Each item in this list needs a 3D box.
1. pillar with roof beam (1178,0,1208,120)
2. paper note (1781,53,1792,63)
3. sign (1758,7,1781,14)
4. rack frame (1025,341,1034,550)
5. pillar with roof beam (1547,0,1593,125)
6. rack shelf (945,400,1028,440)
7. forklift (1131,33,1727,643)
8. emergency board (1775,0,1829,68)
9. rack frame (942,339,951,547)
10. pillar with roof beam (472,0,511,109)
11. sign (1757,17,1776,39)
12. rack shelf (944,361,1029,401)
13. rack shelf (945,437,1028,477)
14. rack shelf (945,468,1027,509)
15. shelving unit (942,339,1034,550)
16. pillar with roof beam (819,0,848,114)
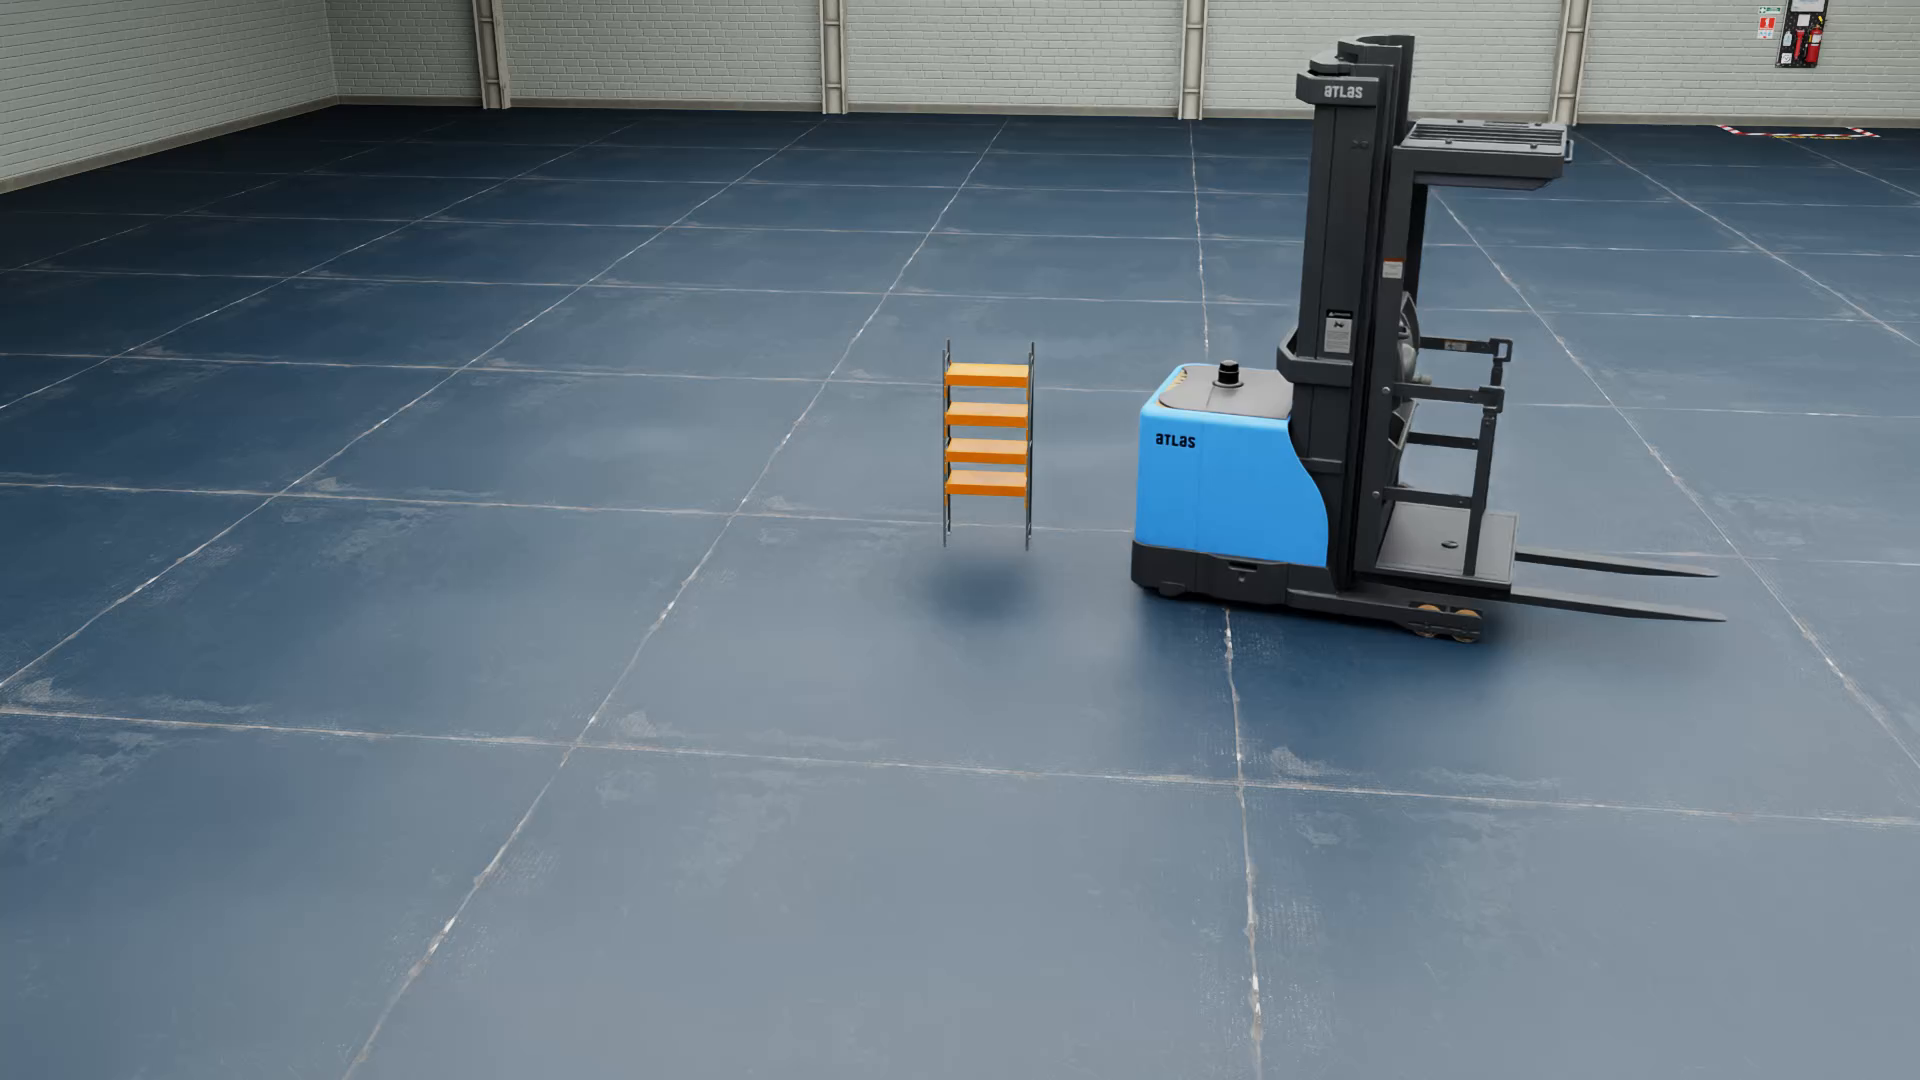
[{"bbox_3d":[3.328,-9.647,22.101,0.400,9.000,9.100,2,22,6],"label":"pillar with roof beam"},{"bbox_3d":[13.134,-7.653,26.417,0.142,0.148,0.016,2,22,6],"label":"paper note"},{"bbox_3d":[12.768,-8.351,26.215,0.331,0.109,0.001,2,22,6],"label":"sign"},{"bbox_3d":[0.407,-0.540,9.674,0.015,1.200,0.240,2,22,6],"label":"rack frame"},{"bbox_3d":[9.286,-9.387,21.444,0.400,9.000,9.100,2,22,6],"label":"pillar with roof beam"},{"bbox_3d":[0.164,-0.696,9.644,0.480,0.148,0.258,2,22,6],"label":"rack shelf"},{"bbox_3d":[2.518,-1.053,8.618,3.031,2.935,1.130,7,23,18],"label":"forklift"},{"bbox_3d":[13.301,-8.030,26.172,0.643,1.169,0.194,2,22,6],"label":"emergency board"},{"bbox_3d":[-0.078,-0.561,9.728,0.015,1.200,0.240,2,22,6],"label":"rack frame"},{"bbox_3d":[-8.589,-10.166,23.414,0.400,9.000,9.100,2,22,6],"label":"pillar with roof beam"},{"bbox_3d":[12.764,-8.108,26.321,0.234,0.329,0.001,2,22,6],"label":"sign"},{"bbox_3d":[0.164,-0.916,9.557,0.480,0.148,0.258,2,22,6],"label":"rack shelf"},{"bbox_3d":[0.164,-0.488,9.726,0.480,0.148,0.258,2,22,6],"label":"rack shelf"},{"bbox_3d":[0.164,-0.304,9.799,0.480,0.148,0.258,2,22,6],"label":"rack shelf"},{"bbox_3d":[0.164,-0.551,9.701,0.503,1.200,0.258,2,22,6],"label":"shelving unit"},{"bbox_3d":[-2.631,-9.906,22.757,0.400,9.000,9.100,2,22,6],"label":"pillar with roof beam"}]
